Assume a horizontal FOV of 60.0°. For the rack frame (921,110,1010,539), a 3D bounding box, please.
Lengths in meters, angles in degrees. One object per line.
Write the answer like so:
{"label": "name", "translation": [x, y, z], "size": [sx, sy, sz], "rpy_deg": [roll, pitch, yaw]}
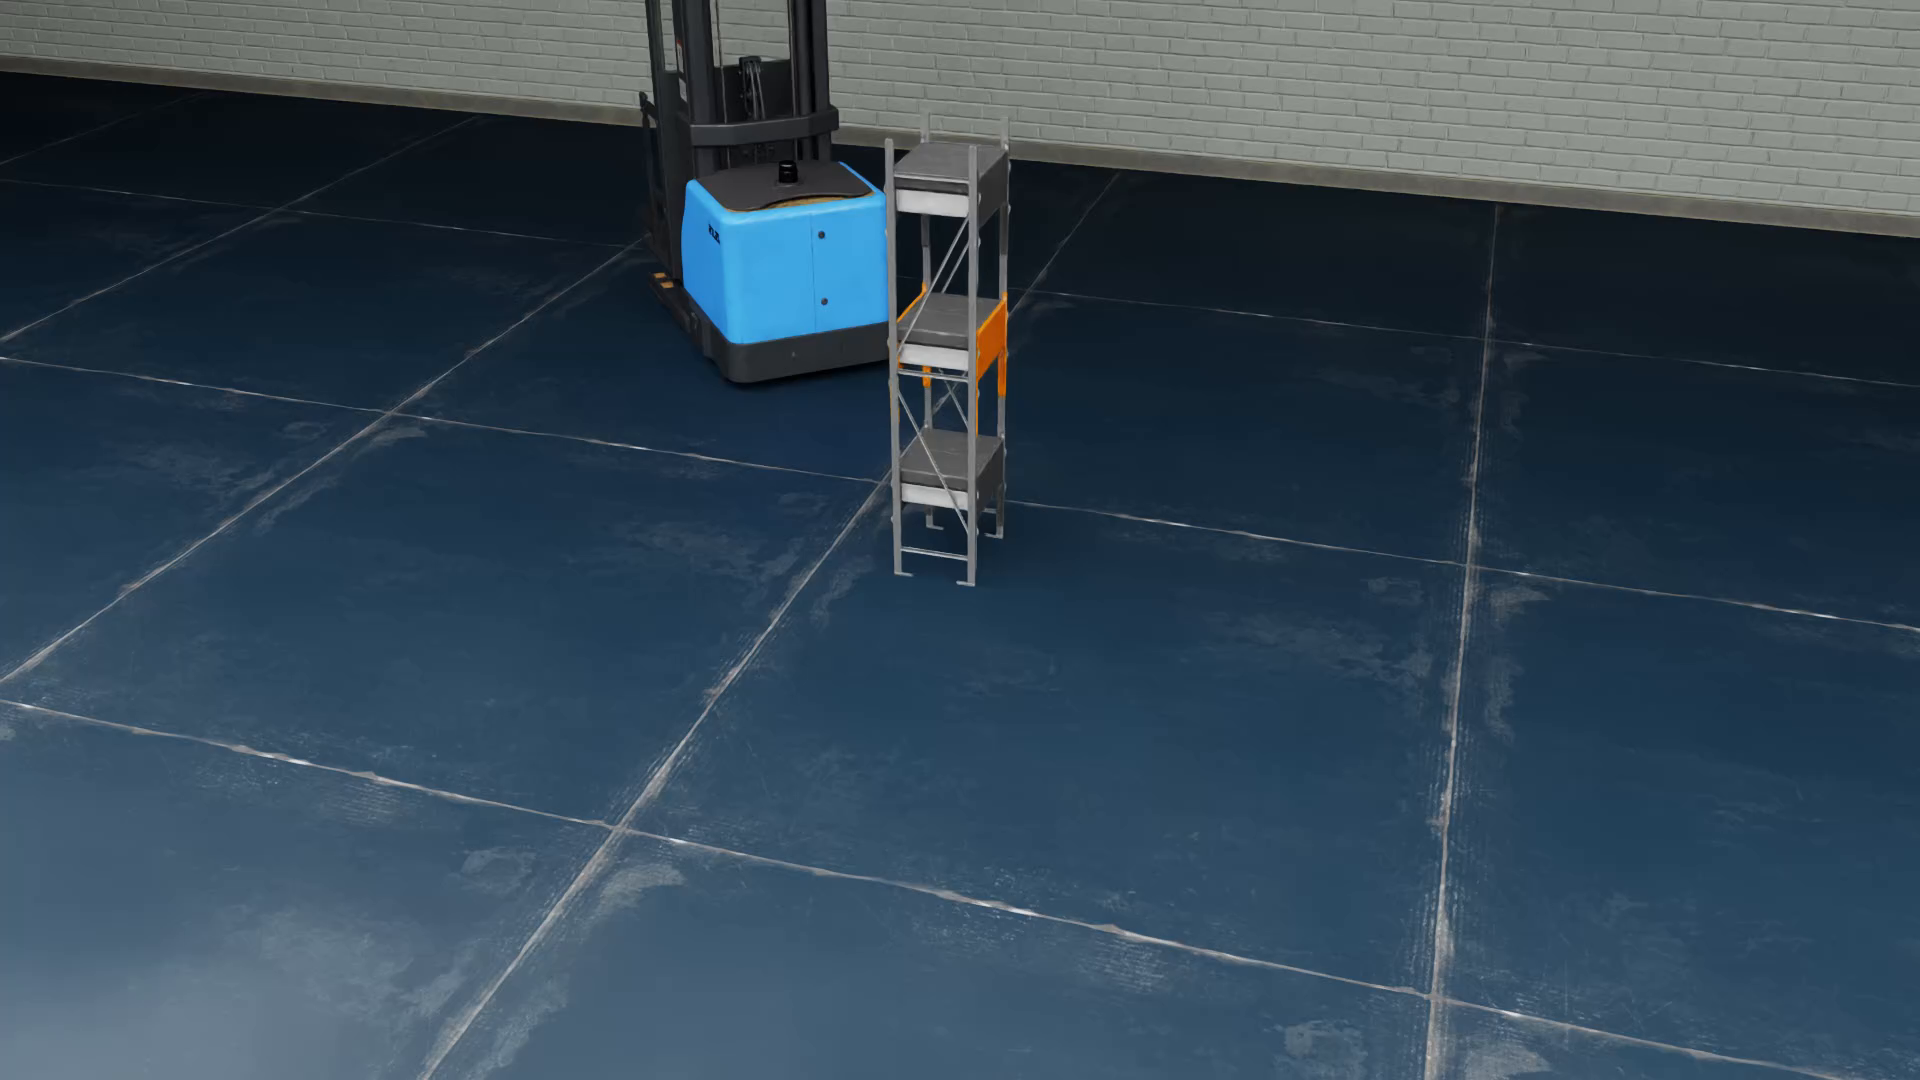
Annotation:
{"label": "rack frame", "translation": [0.023, -0.954, 7.805], "size": [0.400, 2.100, 0.015], "rpy_deg": [8, 30, 15]}

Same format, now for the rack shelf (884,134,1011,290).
{"label": "rack shelf", "translation": [-0.049, -1.440, 7.268], "size": [0.431, 0.518, 0.480], "rpy_deg": [8, 30, 15]}

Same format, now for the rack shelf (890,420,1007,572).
{"label": "rack shelf", "translation": [-0.049, -0.217, 7.948], "size": [0.431, 0.518, 0.480], "rpy_deg": [8, 30, 15]}

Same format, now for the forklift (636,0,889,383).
{"label": "forklift", "translation": [-1.447, -2.899, 10.447], "size": [1.130, 2.935, 3.031], "rpy_deg": [-12, 31, -20]}

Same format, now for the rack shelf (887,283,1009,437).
{"label": "rack shelf", "translation": [-0.049, -0.829, 7.608], "size": [0.431, 0.518, 0.480], "rpy_deg": [8, 30, 15]}

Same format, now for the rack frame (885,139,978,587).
{"label": "rack frame", "translation": [-0.120, -0.727, 7.397], "size": [0.400, 2.100, 0.015], "rpy_deg": [8, 30, 15]}

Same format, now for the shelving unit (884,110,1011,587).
{"label": "shelving unit", "translation": [-0.049, -0.841, 7.601], "size": [0.431, 2.100, 0.503], "rpy_deg": [8, 30, 15]}
